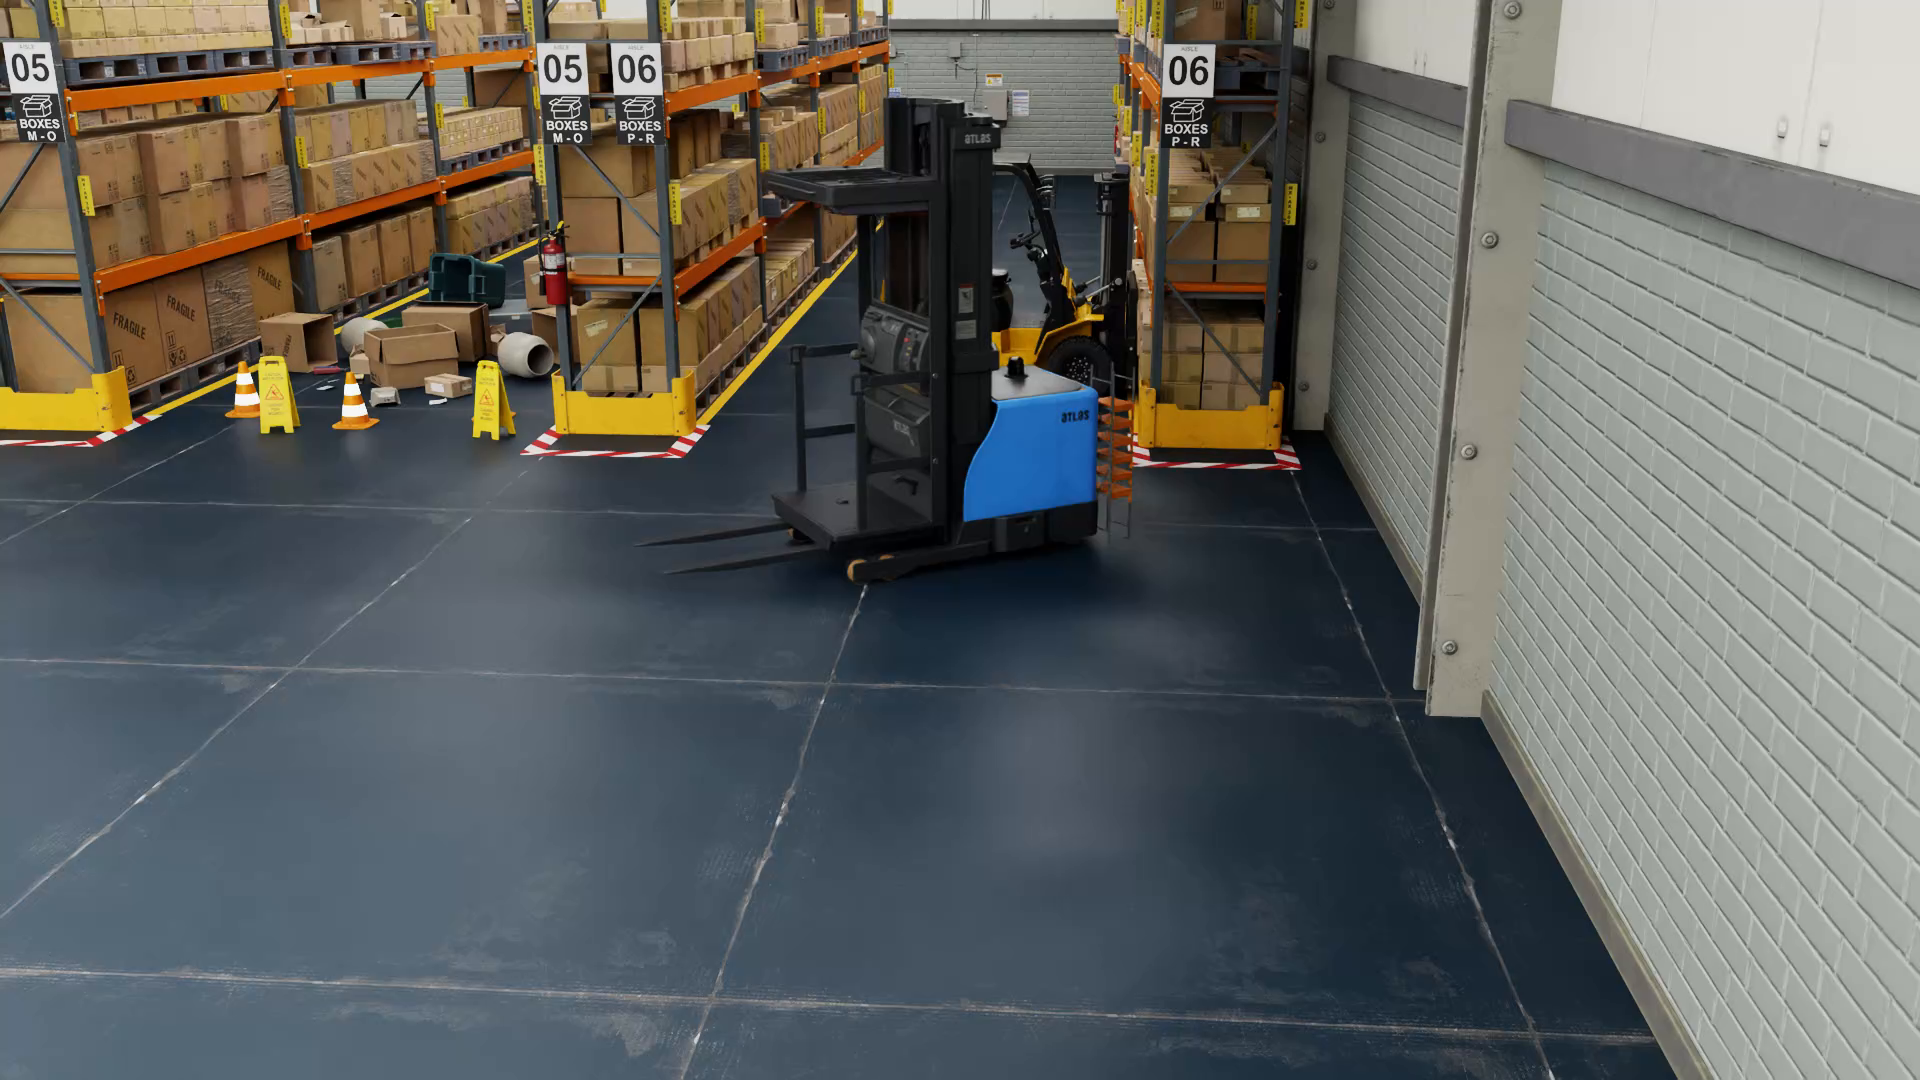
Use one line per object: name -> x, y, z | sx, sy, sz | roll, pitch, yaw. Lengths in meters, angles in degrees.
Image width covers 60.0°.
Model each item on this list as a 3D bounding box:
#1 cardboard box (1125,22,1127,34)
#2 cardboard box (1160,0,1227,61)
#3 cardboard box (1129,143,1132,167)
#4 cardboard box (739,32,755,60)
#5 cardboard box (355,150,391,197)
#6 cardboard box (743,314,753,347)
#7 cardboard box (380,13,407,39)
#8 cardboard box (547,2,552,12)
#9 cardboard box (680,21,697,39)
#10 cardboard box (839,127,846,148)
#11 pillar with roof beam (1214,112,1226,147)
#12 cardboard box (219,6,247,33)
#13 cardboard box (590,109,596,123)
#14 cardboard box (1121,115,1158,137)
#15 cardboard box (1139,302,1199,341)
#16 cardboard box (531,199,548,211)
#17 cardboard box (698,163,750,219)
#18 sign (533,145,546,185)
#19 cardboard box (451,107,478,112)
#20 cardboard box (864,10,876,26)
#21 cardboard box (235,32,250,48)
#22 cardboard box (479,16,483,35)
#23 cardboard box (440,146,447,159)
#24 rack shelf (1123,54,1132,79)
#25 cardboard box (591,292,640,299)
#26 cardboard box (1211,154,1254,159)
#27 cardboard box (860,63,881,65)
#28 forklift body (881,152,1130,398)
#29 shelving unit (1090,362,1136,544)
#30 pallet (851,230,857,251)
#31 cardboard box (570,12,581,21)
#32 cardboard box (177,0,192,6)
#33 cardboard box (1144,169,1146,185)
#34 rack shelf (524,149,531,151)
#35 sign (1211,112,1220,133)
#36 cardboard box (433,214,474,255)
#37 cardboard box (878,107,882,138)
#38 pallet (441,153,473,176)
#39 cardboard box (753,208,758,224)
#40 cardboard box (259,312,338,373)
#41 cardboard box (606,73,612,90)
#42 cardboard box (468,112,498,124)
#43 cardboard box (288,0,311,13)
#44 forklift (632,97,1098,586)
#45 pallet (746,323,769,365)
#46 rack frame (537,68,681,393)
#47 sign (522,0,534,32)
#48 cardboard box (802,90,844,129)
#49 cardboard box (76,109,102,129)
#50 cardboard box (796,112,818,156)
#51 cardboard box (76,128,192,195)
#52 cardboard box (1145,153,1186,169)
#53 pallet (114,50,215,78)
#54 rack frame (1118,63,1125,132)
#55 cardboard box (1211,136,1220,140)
cardboard box -> 2.434, -6.958, 22.591 | 0.380, 0.149, 0.250 | 2, 18, 5
cardboard box -> 1.865, -4.102, 13.313 | 0.500, 0.500, 0.500 | 2, 18, 6
cardboard box -> 2.349, -4.759, 20.566 | 0.500, 0.250, 0.500 | 1, 18, 4
cardboard box -> -2.352, -4.943, 16.638 | 0.500, 0.250, 0.500 | 1, 18, 3
cardboard box -> -7.116, -4.345, 19.706 | 0.500, 0.500, 0.500 | 2, 18, 5
cardboard box -> -2.391, -2.129, 16.845 | 0.500, 0.250, 0.500 | 1, 18, 2
cardboard box -> -7.022, -6.212, 20.054 | 0.500, 0.311, 0.500 | 1, 18, 4
cardboard box -> -6.621, -8.345, 26.053 | 0.380, 0.149, 0.250 | 1, 18, 2
cardboard box -> -2.472, -4.371, 14.251 | 0.380, 0.149, 0.250 | 1, 18, 4
cardboard box -> -1.883, -5.624, 23.208 | 0.500, 0.250, 0.500 | 2, 18, 5
pillar with roof beam -> -0.409, -9.110, 24.772 | 9.100, 9.000, 0.400 | 1, 18, 4
cardboard box -> -7.349, -5.097, 16.273 | 0.500, 0.250, 0.500 | 1, 18, 4
cardboard box -> -6.490, -7.281, 28.189 | 0.500, 0.500, 0.500 | 1, 18, 3
cardboard box -> 2.582, -5.484, 22.501 | 0.797, 0.503, 0.637 | 1, 18, 3
cardboard box -> 1.829, -1.916, 14.589 | 0.500, 0.250, 0.500 | 2, 18, 5
cardboard box -> -6.614, -5.247, 26.044 | 0.380, 0.149, 0.250 | 2, 18, 6
cardboard box -> -2.402, -3.477, 16.578 | 0.500, 0.500, 0.500 | 2, 18, 6
sign -> -3.427, -3.068, 13.602 | 0.100, 0.325, 0.005 | 1, 18, 4
cardboard box -> -7.446, -6.406, 24.929 | 0.380, 0.149, 0.250 | 2, 18, 7
cardboard box -> -1.671, -8.778, 27.983 | 0.500, 0.250, 0.500 | 0, 18, -1
cardboard box -> -7.275, -4.945, 16.448 | 0.380, 0.149, 0.250 | 2, 18, 5
cardboard box -> -7.232, -7.469, 24.052 | 0.500, 0.311, 0.500 | 1, 18, 3
cardboard box -> -7.013, -5.128, 21.983 | 0.380, 0.149, 0.250 | 1, 18, 3
rack shelf -> 2.793, -6.429, 22.564 | 1.077, 0.370, 4.000 | 1, 18, 4
cardboard box -> -3.119, -2.277, 15.050 | 0.380, 0.149, 0.250 | 2, 18, 6
cardboard box -> 2.621, -3.634, 16.017 | 0.380, 0.149, 0.250 | 1, 18, 3
cardboard box -> -1.554, -8.033, 28.314 | 0.380, 0.149, 0.250 | 2, 18, 5
forklift body -> 0.392, -2.466, 15.494 | 2.313, 2.155, 1.214 | 1, 18, 4
shelving unit -> 1.024, -0.591, 11.300 | 0.189, 1.200, 0.258 | -13, 22, -34
pallet -> -1.995, -4.510, 24.847 | 1.003, 0.211, 1.213 | 1, 18, 4
cardboard box -> -6.527, -8.523, 27.236 | 0.500, 0.250, 0.500 | 2, 18, 5
cardboard box -> -7.350, -5.010, 15.367 | 0.380, 0.149, 0.250 | 2, 18, 5
cardboard box -> 1.978, -3.507, 16.108 | 0.380, 0.149, 0.250 | 2, 18, 5
rack shelf -> -6.816, -6.434, 27.398 | 1.077, 0.370, 4.000 | 1, 18, 4
sign -> 3.203, -5.263, 20.808 | 0.100, 0.325, 0.005 | 1, 18, 4
cardboard box -> -6.941, -4.139, 22.576 | 0.500, 0.500, 0.500 | 1, 18, 2
cardboard box -> -1.577, -6.895, 27.487 | 0.500, 0.500, 0.500 | 2, 18, 6
pallet -> -7.301, -5.045, 22.312 | 1.213, 0.211, 1.003 | 1, 18, 4
cardboard box -> -2.307, -3.365, 17.280 | 0.380, 0.149, 0.250 | 1, 18, 3
cardboard box -> -6.621, -1.979, 16.655 | 0.500, 0.500, 0.500 | 4, 19, 13
cardboard box -> -3.143, -3.850, 13.942 | 0.380, 0.149, 0.250 | 1, 18, 4
cardboard box -> -6.872, -6.068, 23.897 | 0.380, 0.149, 0.250 | 1, 18, 2
cardboard box -> -11.596, -9.097, 28.555 | 0.700, 0.500, 0.500 | 0, 18, 1
forklift -> -0.611, -1.291, 10.655 | 3.031, 2.935, 1.130 | -9, 20, -26
pallet -> -2.601, -2.057, 17.361 | 1.003, 0.211, 1.213 | 1, 18, 4
rack frame -> -2.875, -2.349, 13.775 | 1.000, 3.000, 0.127 | 1, 18, 4
sign -> -3.427, -4.214, 13.227 | 0.100, 0.325, 0.005 | 1, 18, 4
cardboard box -> -1.904, -5.975, 23.075 | 0.500, 0.500, 0.500 | 2, 18, 5
cardboard box -> -12.118, -5.806, 22.553 | 0.797, 0.503, 0.637 | 2, 18, 6
cardboard box -> -2.057, -5.075, 20.781 | 0.500, 0.500, 0.500 | 1, 18, 2
cardboard box -> -7.631, -3.471, 15.223 | 0.875, 0.550, 0.550 | 1, 18, 4
cardboard box -> 1.985, -3.646, 16.053 | 0.380, 0.149, 0.250 | 2, 18, 5
pallet -> -7.692, -4.422, 15.426 | 1.003, 0.211, 1.213 | 1, 18, 4
rack frame -> 3.223, -7.209, 28.606 | 1.000, 3.000, 0.127 | 1, 18, 4
cardboard box -> 2.893, -4.734, 19.850 | 0.380, 0.149, 0.250 | 1, 18, 3
